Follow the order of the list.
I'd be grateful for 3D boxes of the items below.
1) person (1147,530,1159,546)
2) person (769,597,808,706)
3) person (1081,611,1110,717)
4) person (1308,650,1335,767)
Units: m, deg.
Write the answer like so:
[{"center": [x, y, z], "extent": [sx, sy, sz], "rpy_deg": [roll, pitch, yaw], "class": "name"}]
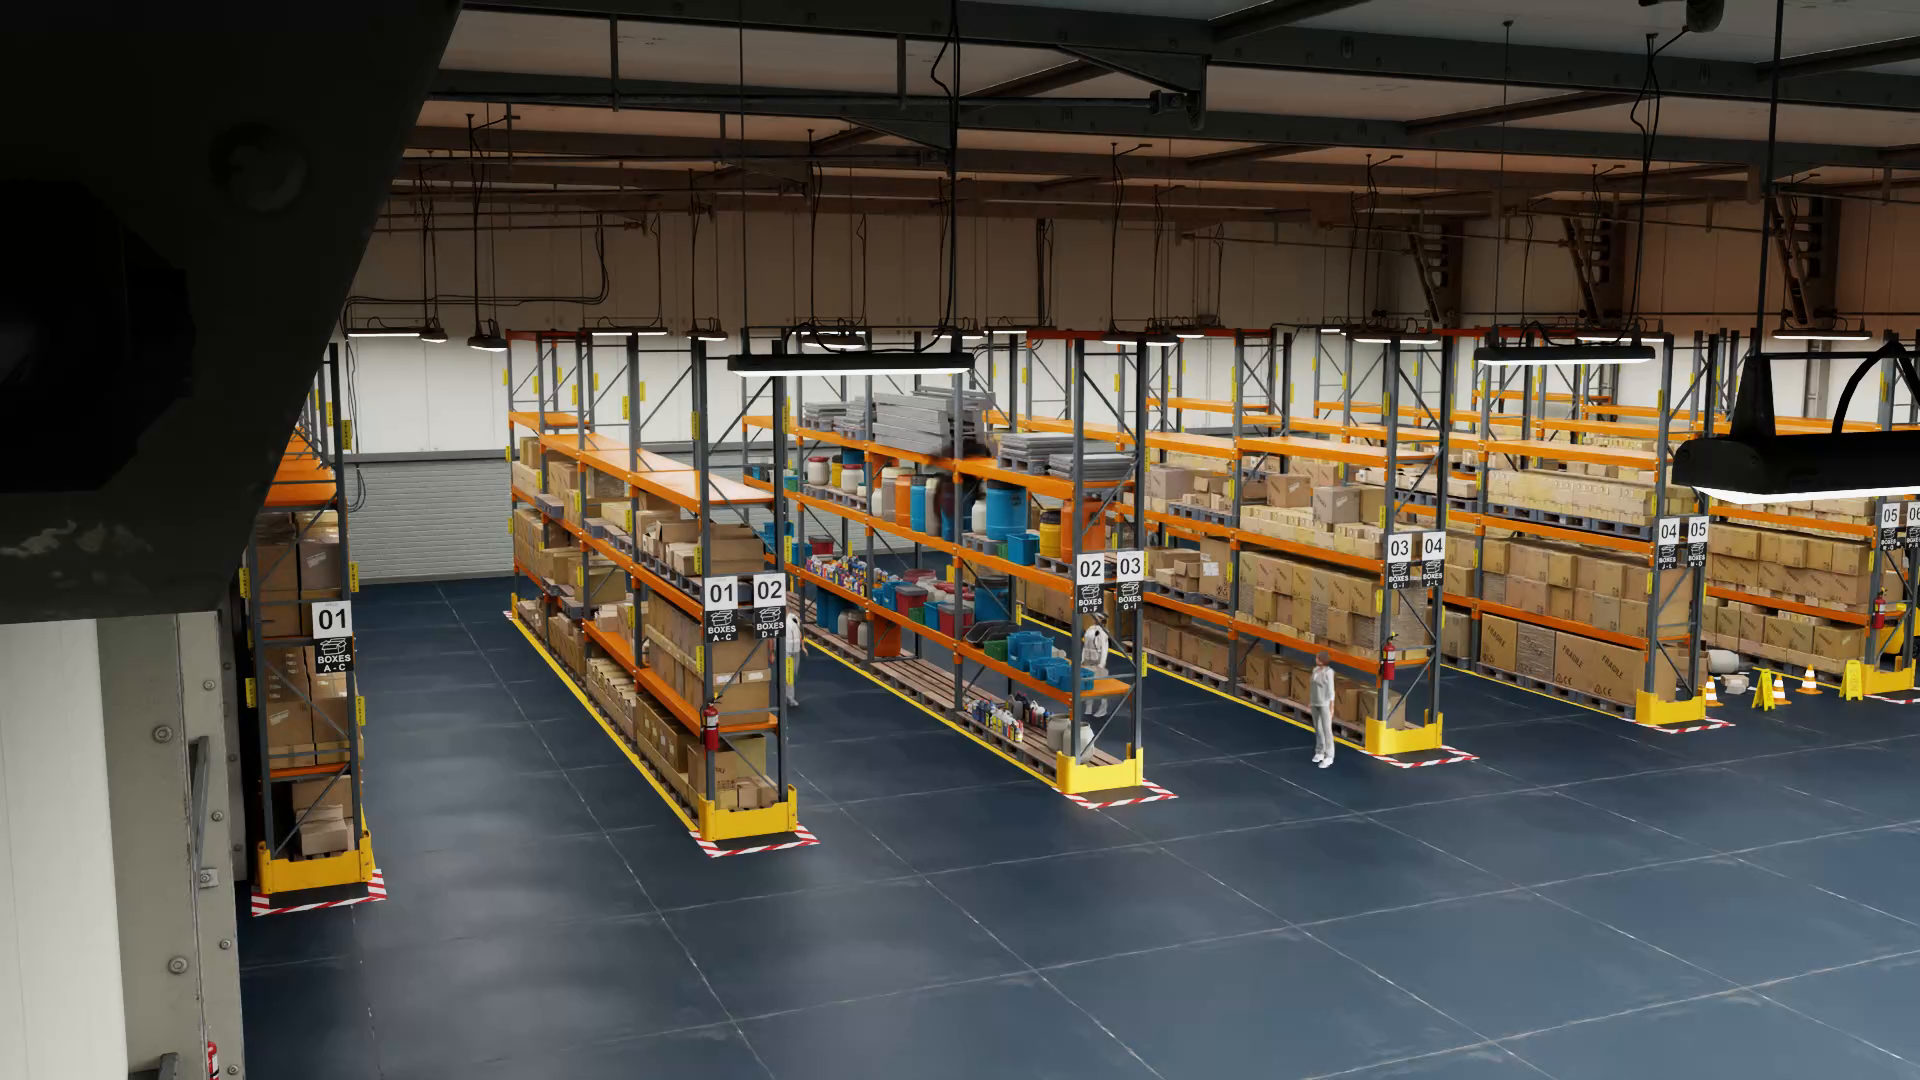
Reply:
[{"center": [4.927, -0.230, 41.849], "extent": [0.977, 1.748, 0.635], "rpy_deg": [-5, 9, -30], "class": "person"}, {"center": [-2.816, 1.779, 27.093], "extent": [0.634, 1.729, 0.980], "rpy_deg": [-5, 9, -34], "class": "person"}, {"center": [2.139, 1.914, 26.282], "extent": [0.494, 1.698, 0.453], "rpy_deg": [6, 10, 36], "class": "person"}, {"center": [5.101, 2.375, 23.476], "extent": [0.370, 1.580, 0.518], "rpy_deg": [-4, 9, -27], "class": "person"}]
